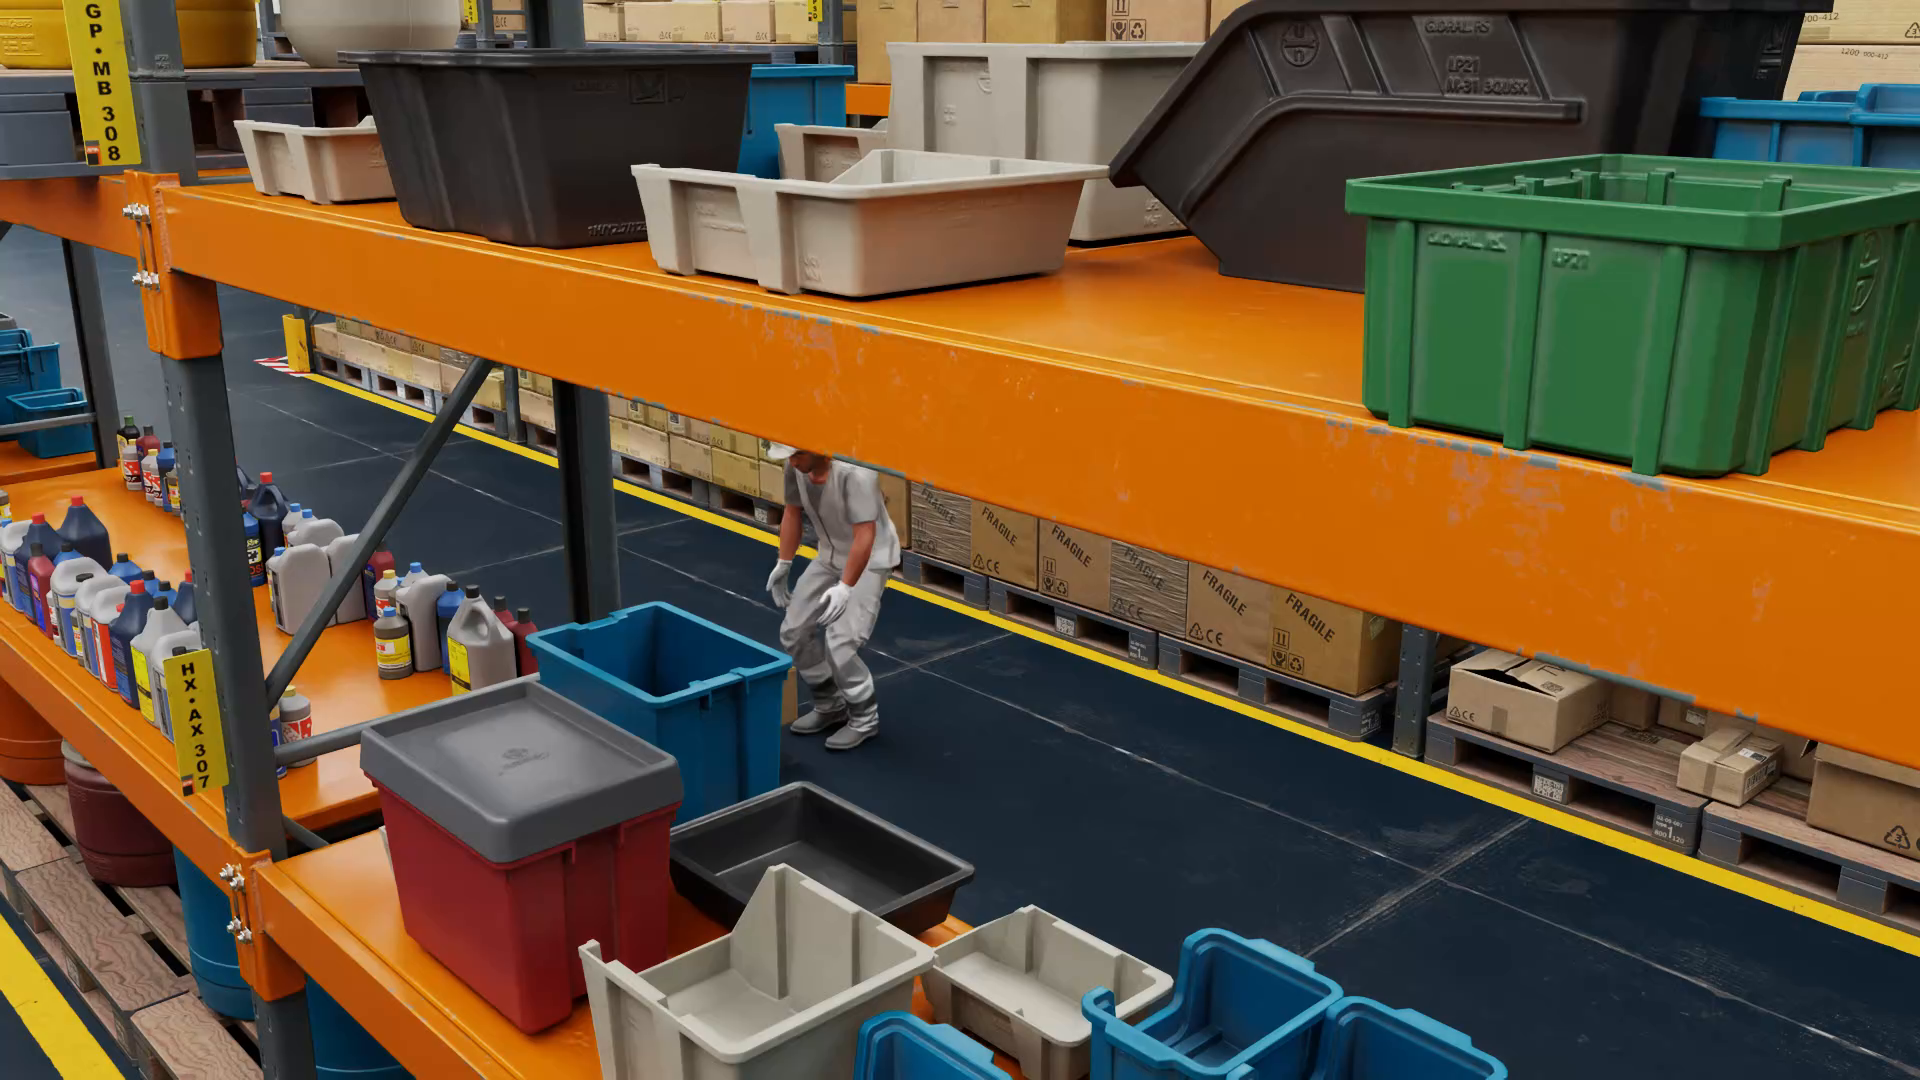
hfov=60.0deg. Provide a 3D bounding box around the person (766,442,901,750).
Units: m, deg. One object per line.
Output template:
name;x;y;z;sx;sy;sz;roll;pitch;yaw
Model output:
person;-0.557;0.150;7.376;0.647;1.580;0.575;-15;23;-40
